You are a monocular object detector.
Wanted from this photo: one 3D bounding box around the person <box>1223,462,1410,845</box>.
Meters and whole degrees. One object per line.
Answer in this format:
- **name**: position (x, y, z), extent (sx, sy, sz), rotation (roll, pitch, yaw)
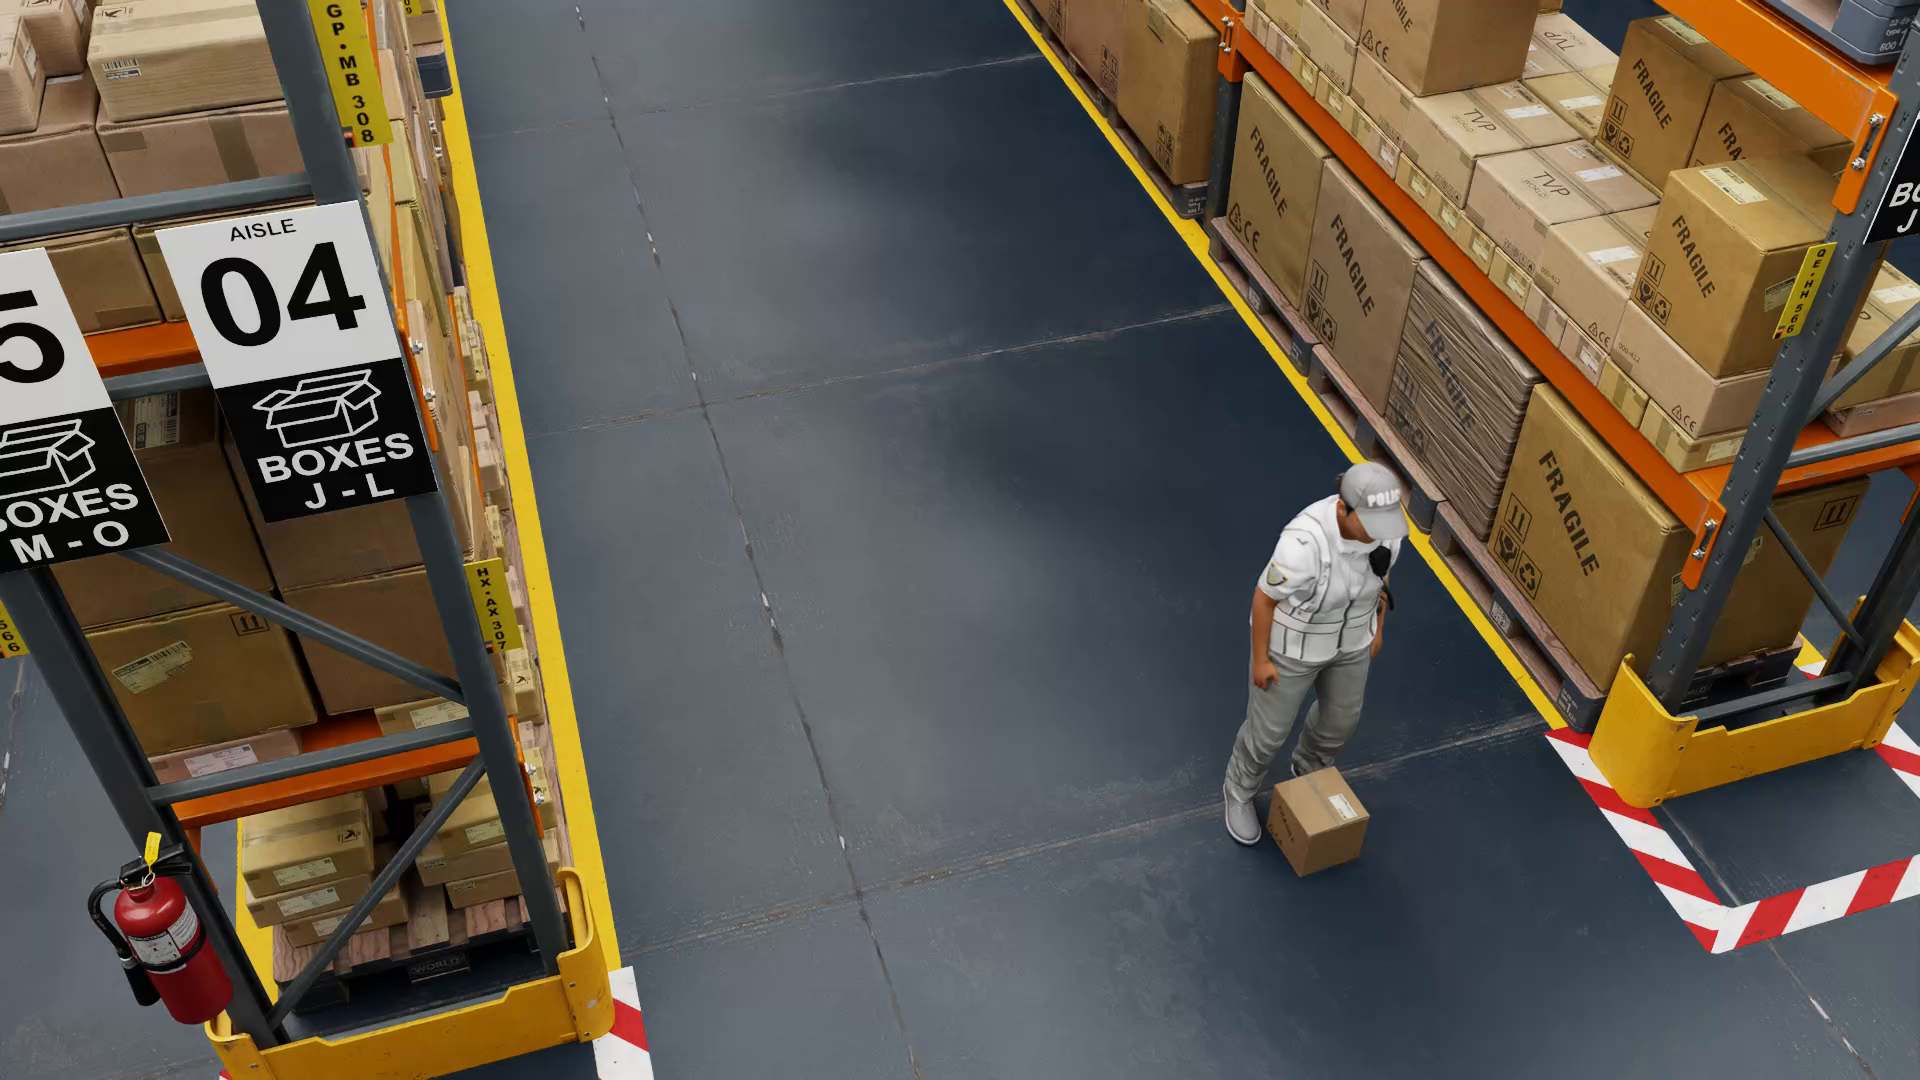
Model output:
- **person**: position (1.230, 0.369, 5.754), extent (0.544, 1.664, 0.468), rotation (-14, 44, -15)
